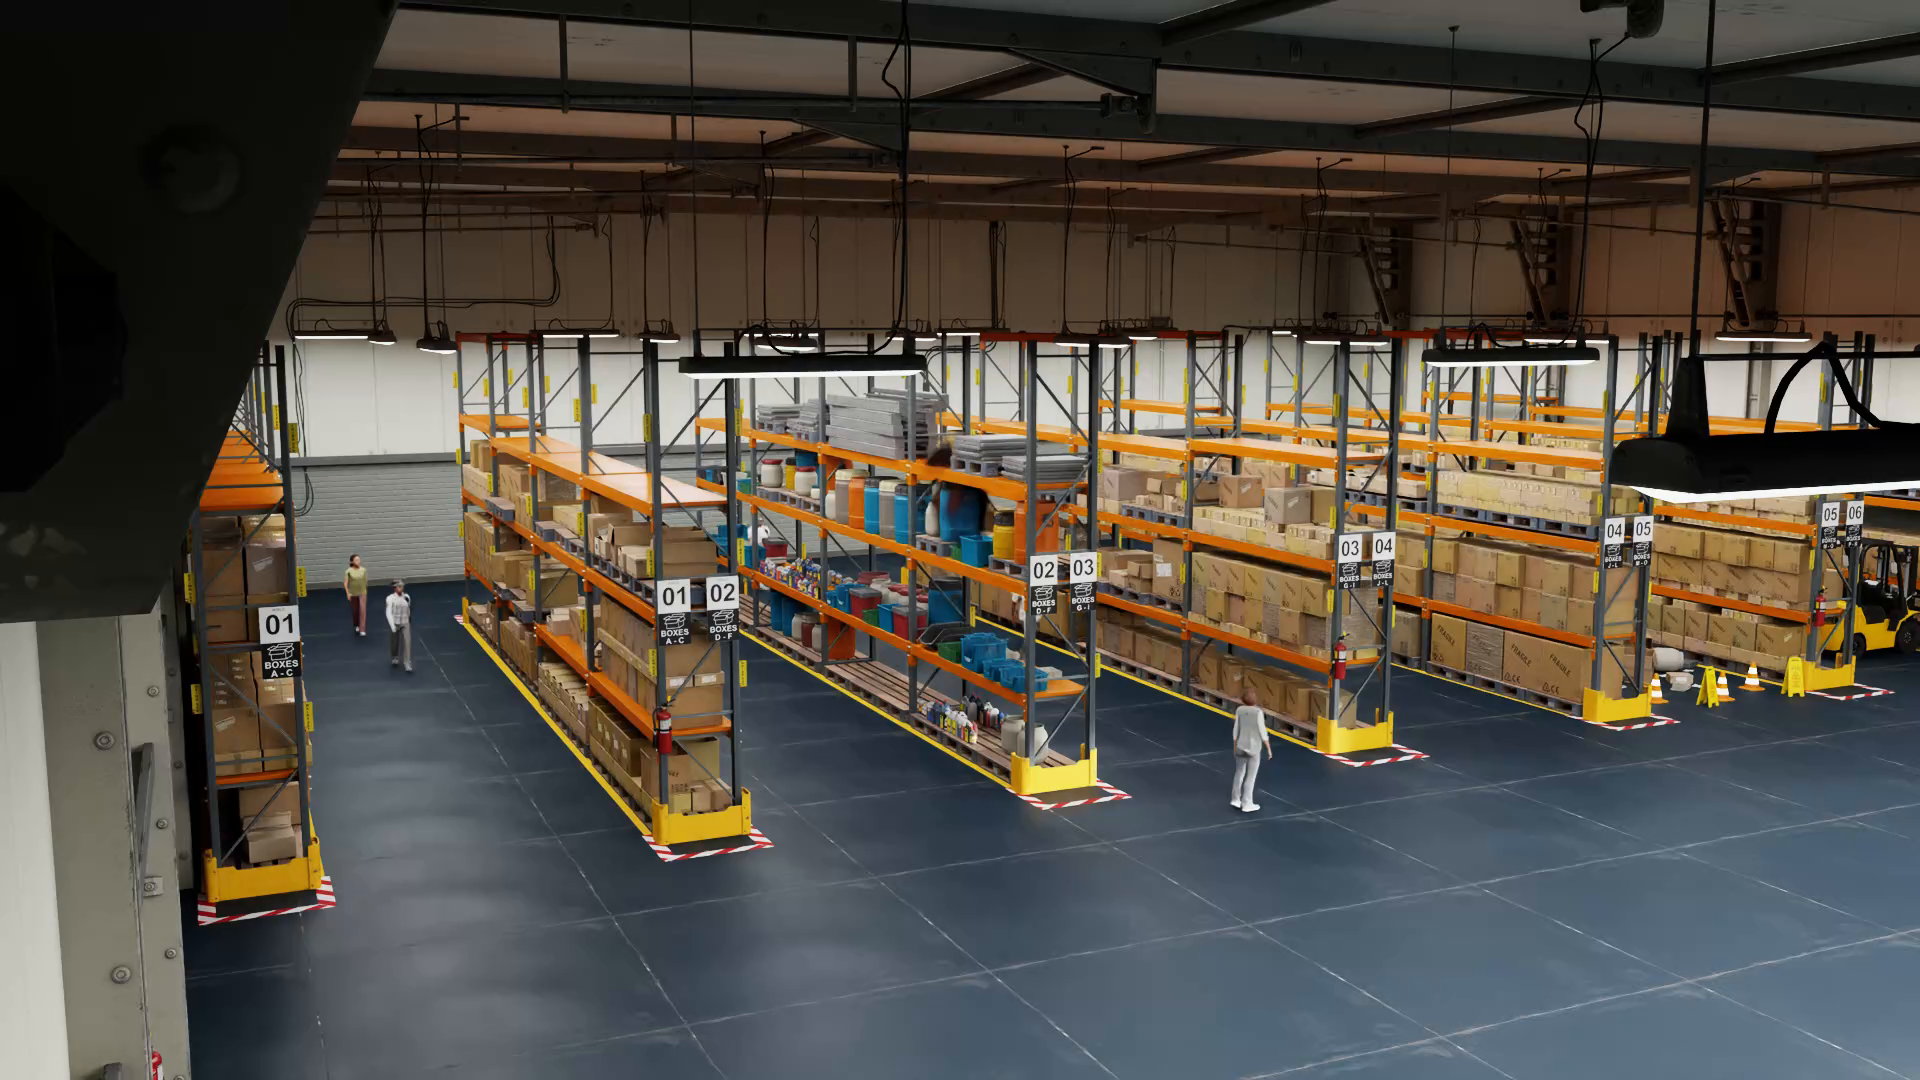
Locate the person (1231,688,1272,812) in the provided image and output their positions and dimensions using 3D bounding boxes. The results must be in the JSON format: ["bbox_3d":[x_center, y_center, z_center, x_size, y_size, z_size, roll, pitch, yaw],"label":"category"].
[{"bbox_3d":[3.732,2.700,21.324,0.524,1.619,0.365,6,10,37],"label":"person"}]

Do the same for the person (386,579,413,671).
[{"bbox_3d":[-10.042,1.501,29.794,0.468,1.642,0.960,-4,9,-26],"label":"person"}]

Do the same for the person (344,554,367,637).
[{"bbox_3d":[-11.965,1.087,32.944,0.431,1.624,1.004,-3,8,-18],"label":"person"}]

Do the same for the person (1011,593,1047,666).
[{"bbox_3d":[1.295,1.447,30.067,0.603,1.769,0.953,-4,8,-24],"label":"person"}]

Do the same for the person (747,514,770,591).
[{"bbox_3d":[-4.566,0.282,38.510,0.648,1.767,0.592,5,9,35],"label":"person"}]
